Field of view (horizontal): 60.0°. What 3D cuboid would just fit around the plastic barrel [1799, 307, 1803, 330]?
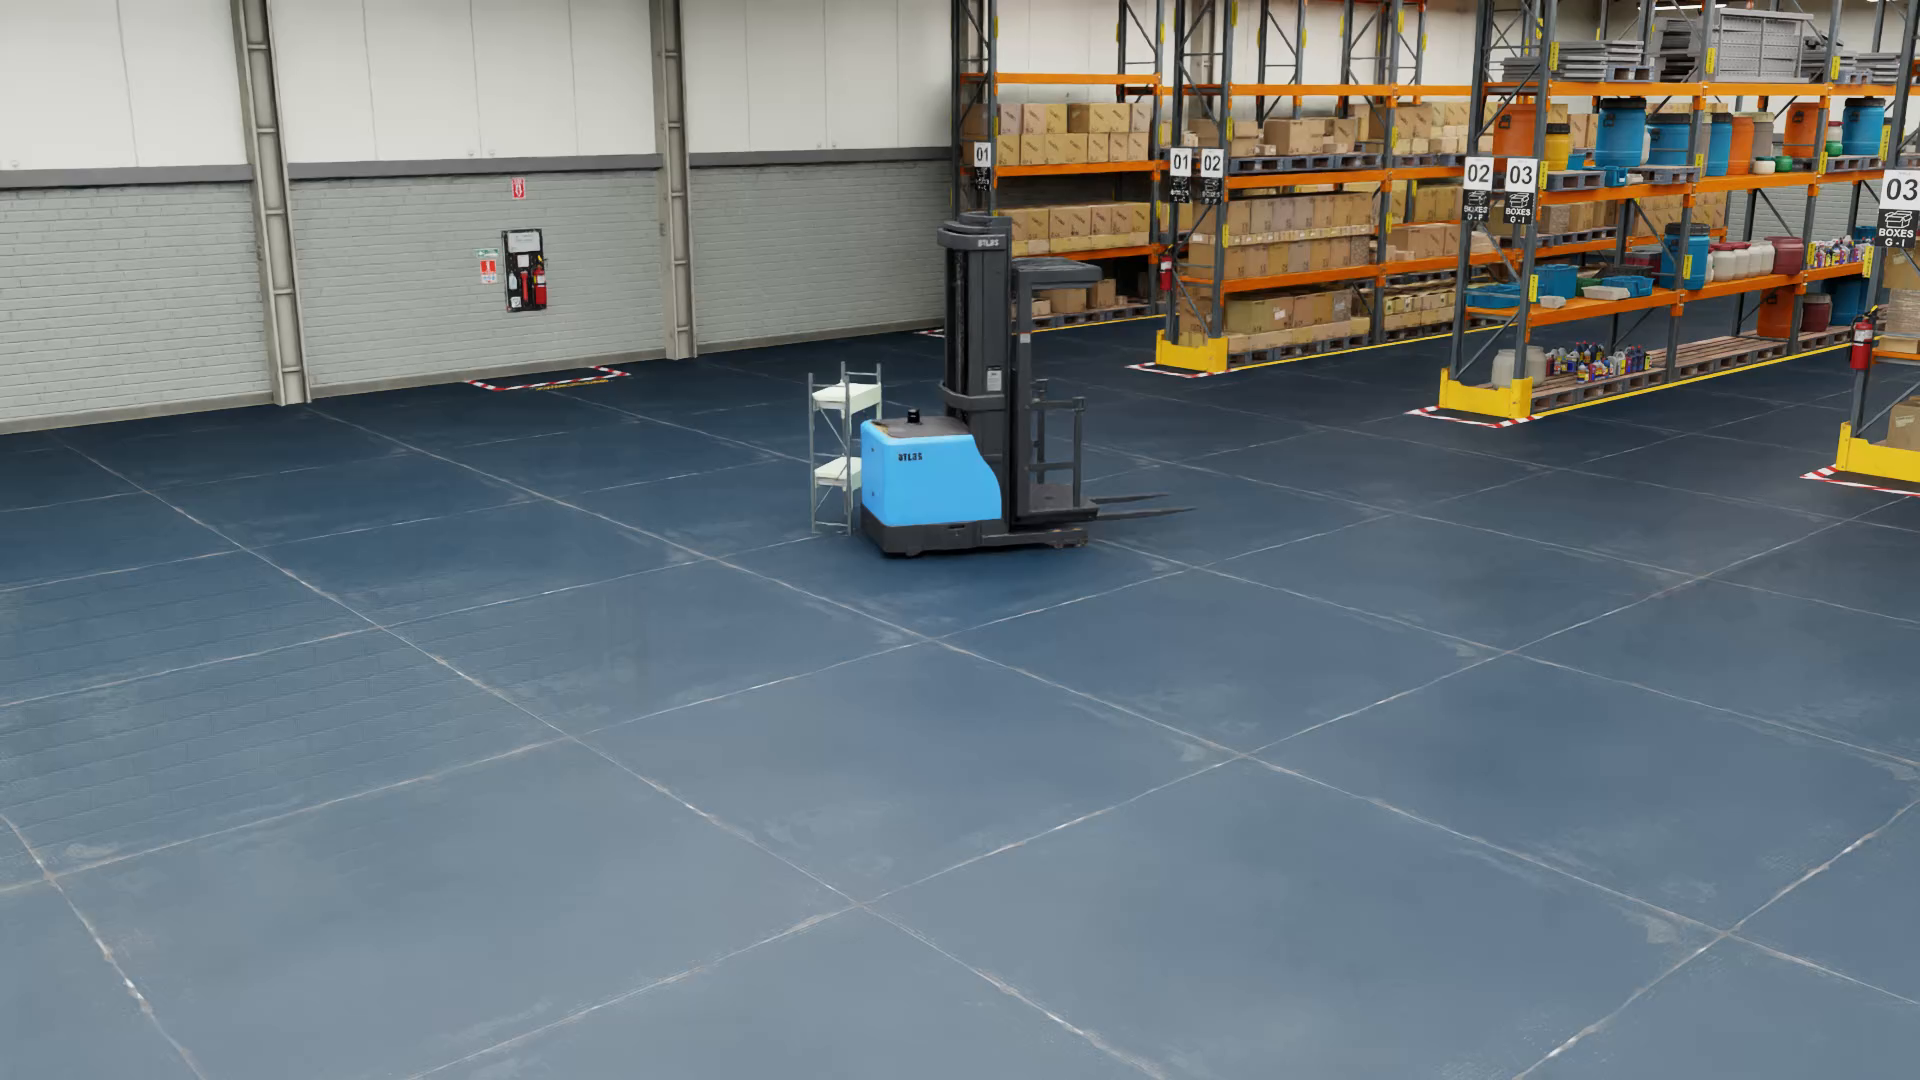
[{"bbox_3d":[13.492,-3.645,27.089,0.421,0.512,0.421,0,15,0],"label":"plastic barrel"}]

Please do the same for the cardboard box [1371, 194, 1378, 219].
[{"bbox_3d":[8.336,-6.953,34.660,0.500,0.500,0.500,-13,19,-39],"label":"cardboard box"}]

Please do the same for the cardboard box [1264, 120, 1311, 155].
[{"bbox_3d":[4.916,-6.050,24.997,0.500,0.500,0.500,-13,19,-39],"label":"cardboard box"}]

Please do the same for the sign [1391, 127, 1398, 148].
[{"bbox_3d":[6.866,-6.361,26.284,0.005,0.325,0.100,-13,19,-39],"label":"sign"}]

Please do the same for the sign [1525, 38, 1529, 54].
[{"bbox_3d":[12.644,-11.008,37.061,0.005,0.325,0.100,-13,19,-39],"label":"sign"}]

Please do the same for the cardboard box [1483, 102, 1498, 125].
[{"bbox_3d":[11.541,-9.459,36.866,0.500,0.500,0.500,-12,19,-38],"label":"cardboard box"}]

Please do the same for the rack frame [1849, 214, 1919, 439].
[{"bbox_3d":[9.983,-2.125,17.393,0.127,3.000,1.000,-13,19,-39],"label":"rack frame"}]

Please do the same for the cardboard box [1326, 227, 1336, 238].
[{"bbox_3d":[5.668,-4.834,26.083,0.250,0.149,0.380,-13,20,-40],"label":"cardboard box"}]

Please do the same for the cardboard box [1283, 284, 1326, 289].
[{"bbox_3d":[5.574,-3.865,26.967,0.500,0.500,0.500,-13,19,-39],"label":"cardboard box"}]

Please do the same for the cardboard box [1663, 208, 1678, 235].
[{"bbox_3d":[13.862,-6.340,32.980,0.500,0.500,0.500,-13,20,-40],"label":"cardboard box"}]

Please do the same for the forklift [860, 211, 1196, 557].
[{"bbox_3d":[0.655,-1.467,15.064,3.031,2.935,1.130,-4,16,-16],"label":"forklift"}]

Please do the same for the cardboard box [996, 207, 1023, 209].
[{"bbox_3d":[0.831,-5.522,28.909,0.500,0.500,0.500,-12,19,-39],"label":"cardboard box"}]

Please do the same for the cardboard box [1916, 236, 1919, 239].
[{"bbox_3d":[10.610,-3.027,18.063,0.500,0.500,0.500,-13,19,-39],"label":"cardboard box"}]

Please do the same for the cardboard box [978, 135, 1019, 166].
[{"bbox_3d":[0.645,-6.533,27.850,0.500,0.500,0.500,-12,19,-38],"label":"cardboard box"}]

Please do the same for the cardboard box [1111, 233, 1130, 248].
[{"bbox_3d":[2.707,-5.411,29.945,0.500,0.250,0.500,-13,19,-39],"label":"cardboard box"}]

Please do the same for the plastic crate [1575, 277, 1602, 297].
[{"bbox_3d":[8.540,-3.489,22.911,0.662,0.188,0.450,-13,19,-39],"label":"plastic crate"}]

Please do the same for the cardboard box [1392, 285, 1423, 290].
[{"bbox_3d":[7.766,-4.259,28.811,0.500,0.311,0.500,-13,20,-40],"label":"cardboard box"}]

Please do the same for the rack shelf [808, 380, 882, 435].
[{"bbox_3d":[-1.062,-1.239,15.470,0.431,0.370,0.720,5,16,19],"label":"rack shelf"}]

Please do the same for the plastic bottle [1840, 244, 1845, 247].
[{"bbox_3d":[15.005,-4.939,28.312,0.097,0.201,0.097,0,15,0],"label":"plastic bottle"}]

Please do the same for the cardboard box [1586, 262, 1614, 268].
[{"bbox_3d":[12.780,-5.244,33.059,0.500,0.500,0.500,-13,19,-39],"label":"cardboard box"}]

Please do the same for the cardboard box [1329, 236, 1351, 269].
[{"bbox_3d":[5.777,-4.613,26.514,0.500,0.500,0.700,-13,20,-40],"label":"cardboard box"}]

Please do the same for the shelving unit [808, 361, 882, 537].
[{"bbox_3d":[-1.062,-0.862,15.571,0.431,1.500,0.755,5,16,19],"label":"shelving unit"}]

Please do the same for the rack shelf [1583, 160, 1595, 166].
[{"bbox_3d":[11.027,-6.850,30.663,4.000,0.370,1.077,-13,19,-39],"label":"rack shelf"}]

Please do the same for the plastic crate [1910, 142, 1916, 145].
[{"bbox_3d":[17.469,-7.014,30.002,0.767,0.338,0.504,-13,19,-39],"label":"plastic crate"}]

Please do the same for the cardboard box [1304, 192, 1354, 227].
[{"bbox_3d":[5.790,-5.245,26.364,0.500,0.500,0.700,-13,20,-39],"label":"cardboard box"}]

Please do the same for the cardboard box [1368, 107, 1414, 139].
[{"bbox_3d":[6.992,-6.770,26.996,0.500,0.500,0.500,-12,19,-39],"label":"cardboard box"}]

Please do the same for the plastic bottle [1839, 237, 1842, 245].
[{"bbox_3d":[15.127,-5.064,28.622,0.133,0.283,0.061,-13,19,-39],"label":"plastic bottle"}]

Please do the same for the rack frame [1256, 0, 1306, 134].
[{"bbox_3d":[6.264,-9.271,32.522,0.127,3.000,1.000,-13,19,-39],"label":"rack frame"}]

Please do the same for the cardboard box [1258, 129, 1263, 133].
[{"bbox_3d":[5.570,-7.803,32.605,0.500,0.500,0.500,-13,19,-39],"label":"cardboard box"}]

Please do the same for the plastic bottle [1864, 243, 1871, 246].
[{"bbox_3d":[15.044,-4.785,27.592,0.135,0.276,0.152,-13,19,-39],"label":"plastic bottle"}]

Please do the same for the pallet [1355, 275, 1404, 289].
[{"bbox_3d":[8.749,-5.558,35.649,1.213,0.211,1.003,-13,19,-39],"label":"pallet"}]

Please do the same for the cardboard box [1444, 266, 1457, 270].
[{"bbox_3d":[10.683,-6.324,37.141,0.500,0.500,0.700,-12,19,-38],"label":"cardboard box"}]

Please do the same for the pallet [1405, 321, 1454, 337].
[{"bbox_3d":[7.952,-3.725,28.785,1.213,0.211,1.003,-13,19,-39],"label":"pallet"}]

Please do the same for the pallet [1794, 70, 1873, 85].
[{"bbox_3d":[13.332,-7.175,25.813,1.003,0.211,1.213,-13,19,-39],"label":"pallet"}]

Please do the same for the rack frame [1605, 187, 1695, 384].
[{"bbox_3d":[9.750,-3.767,23.539,0.127,3.000,1.000,-13,19,-39],"label":"rack frame"}]

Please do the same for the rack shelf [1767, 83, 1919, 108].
[{"bbox_3d":[14.276,-7.141,26.715,4.000,0.370,1.077,-13,19,-39],"label":"rack shelf"}]

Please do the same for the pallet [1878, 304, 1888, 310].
[{"bbox_3d":[17.235,-4.115,30.245,1.213,0.211,1.003,-13,19,-39],"label":"pallet"}]

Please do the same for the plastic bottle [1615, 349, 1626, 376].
[{"bbox_3d":[9.065,-2.447,22.879,0.185,0.351,0.144,-13,20,-40],"label":"plastic bottle"}]

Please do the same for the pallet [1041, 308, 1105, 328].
[{"bbox_3d":[1.842,-4.020,29.890,1.213,0.211,1.003,-13,19,-39],"label":"pallet"}]

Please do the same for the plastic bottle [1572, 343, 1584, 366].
[{"bbox_3d":[8.726,-2.612,23.495,0.185,0.351,0.144,-14,20,-42],"label":"plastic bottle"}]

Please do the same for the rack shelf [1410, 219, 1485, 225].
[{"bbox_3d":[10.790,-7.042,37.195,4.000,0.370,1.077,-13,19,-39],"label":"rack shelf"}]

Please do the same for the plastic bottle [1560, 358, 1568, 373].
[{"bbox_3d":[8.377,-2.420,23.067,0.097,0.201,0.097,0,15,0],"label":"plastic bottle"}]

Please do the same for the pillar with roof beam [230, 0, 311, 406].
[{"bbox_3d":[-6.038,-5.332,17.775,0.400,9.000,9.100,-13,19,-39],"label":"pillar with roof beam"}]

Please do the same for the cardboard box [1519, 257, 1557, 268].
[{"bbox_3d":[10.879,-5.165,31.313,0.500,0.250,0.500,-13,20,-40],"label":"cardboard box"}]

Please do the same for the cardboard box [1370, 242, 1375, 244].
[{"bbox_3d":[7.044,-4.851,27.861,0.258,0.266,0.396,-13,20,-41],"label":"cardboard box"}]

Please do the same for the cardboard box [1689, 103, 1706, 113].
[{"bbox_3d":[14.437,-8.481,33.245,0.500,0.500,0.700,-13,19,-39],"label":"cardboard box"}]

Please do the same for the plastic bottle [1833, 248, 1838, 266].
[{"bbox_3d":[14.035,-4.547,26.710,0.097,0.271,0.097,0,15,0],"label":"plastic bottle"}]

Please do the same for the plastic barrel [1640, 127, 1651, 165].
[{"bbox_3d":[9.296,-5.438,22.954,0.421,0.512,0.421,0,15,0],"label":"plastic barrel"}]

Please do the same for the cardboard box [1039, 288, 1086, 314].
[{"bbox_3d":[1.826,-4.334,29.652,0.500,0.500,0.700,-14,21,-43],"label":"cardboard box"}]

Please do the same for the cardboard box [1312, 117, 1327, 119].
[{"bbox_3d":[6.957,-8.276,33.564,0.500,0.500,0.700,-14,20,-42],"label":"cardboard box"}]

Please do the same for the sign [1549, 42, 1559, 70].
[{"bbox_3d":[7.090,-5.779,19.852,0.005,0.325,0.100,-13,19,-39],"label":"sign"}]

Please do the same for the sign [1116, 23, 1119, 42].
[{"bbox_3d":[2.878,-9.229,30.245,0.005,0.325,0.100,-13,19,-39],"label":"sign"}]

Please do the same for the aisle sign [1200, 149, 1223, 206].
[{"bbox_3d":[3.635,-5.239,24.015,0.004,0.787,0.394,-13,19,-39],"label":"aisle sign"}]

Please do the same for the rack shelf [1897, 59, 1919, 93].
[{"bbox_3d":[11.492,-5.013,17.980,4.000,0.370,1.077,-13,19,-39],"label":"rack shelf"}]

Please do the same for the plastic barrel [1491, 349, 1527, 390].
[{"bbox_3d":[7.178,-2.216,21.742,0.421,0.512,0.421,0,15,0],"label":"plastic barrel"}]
